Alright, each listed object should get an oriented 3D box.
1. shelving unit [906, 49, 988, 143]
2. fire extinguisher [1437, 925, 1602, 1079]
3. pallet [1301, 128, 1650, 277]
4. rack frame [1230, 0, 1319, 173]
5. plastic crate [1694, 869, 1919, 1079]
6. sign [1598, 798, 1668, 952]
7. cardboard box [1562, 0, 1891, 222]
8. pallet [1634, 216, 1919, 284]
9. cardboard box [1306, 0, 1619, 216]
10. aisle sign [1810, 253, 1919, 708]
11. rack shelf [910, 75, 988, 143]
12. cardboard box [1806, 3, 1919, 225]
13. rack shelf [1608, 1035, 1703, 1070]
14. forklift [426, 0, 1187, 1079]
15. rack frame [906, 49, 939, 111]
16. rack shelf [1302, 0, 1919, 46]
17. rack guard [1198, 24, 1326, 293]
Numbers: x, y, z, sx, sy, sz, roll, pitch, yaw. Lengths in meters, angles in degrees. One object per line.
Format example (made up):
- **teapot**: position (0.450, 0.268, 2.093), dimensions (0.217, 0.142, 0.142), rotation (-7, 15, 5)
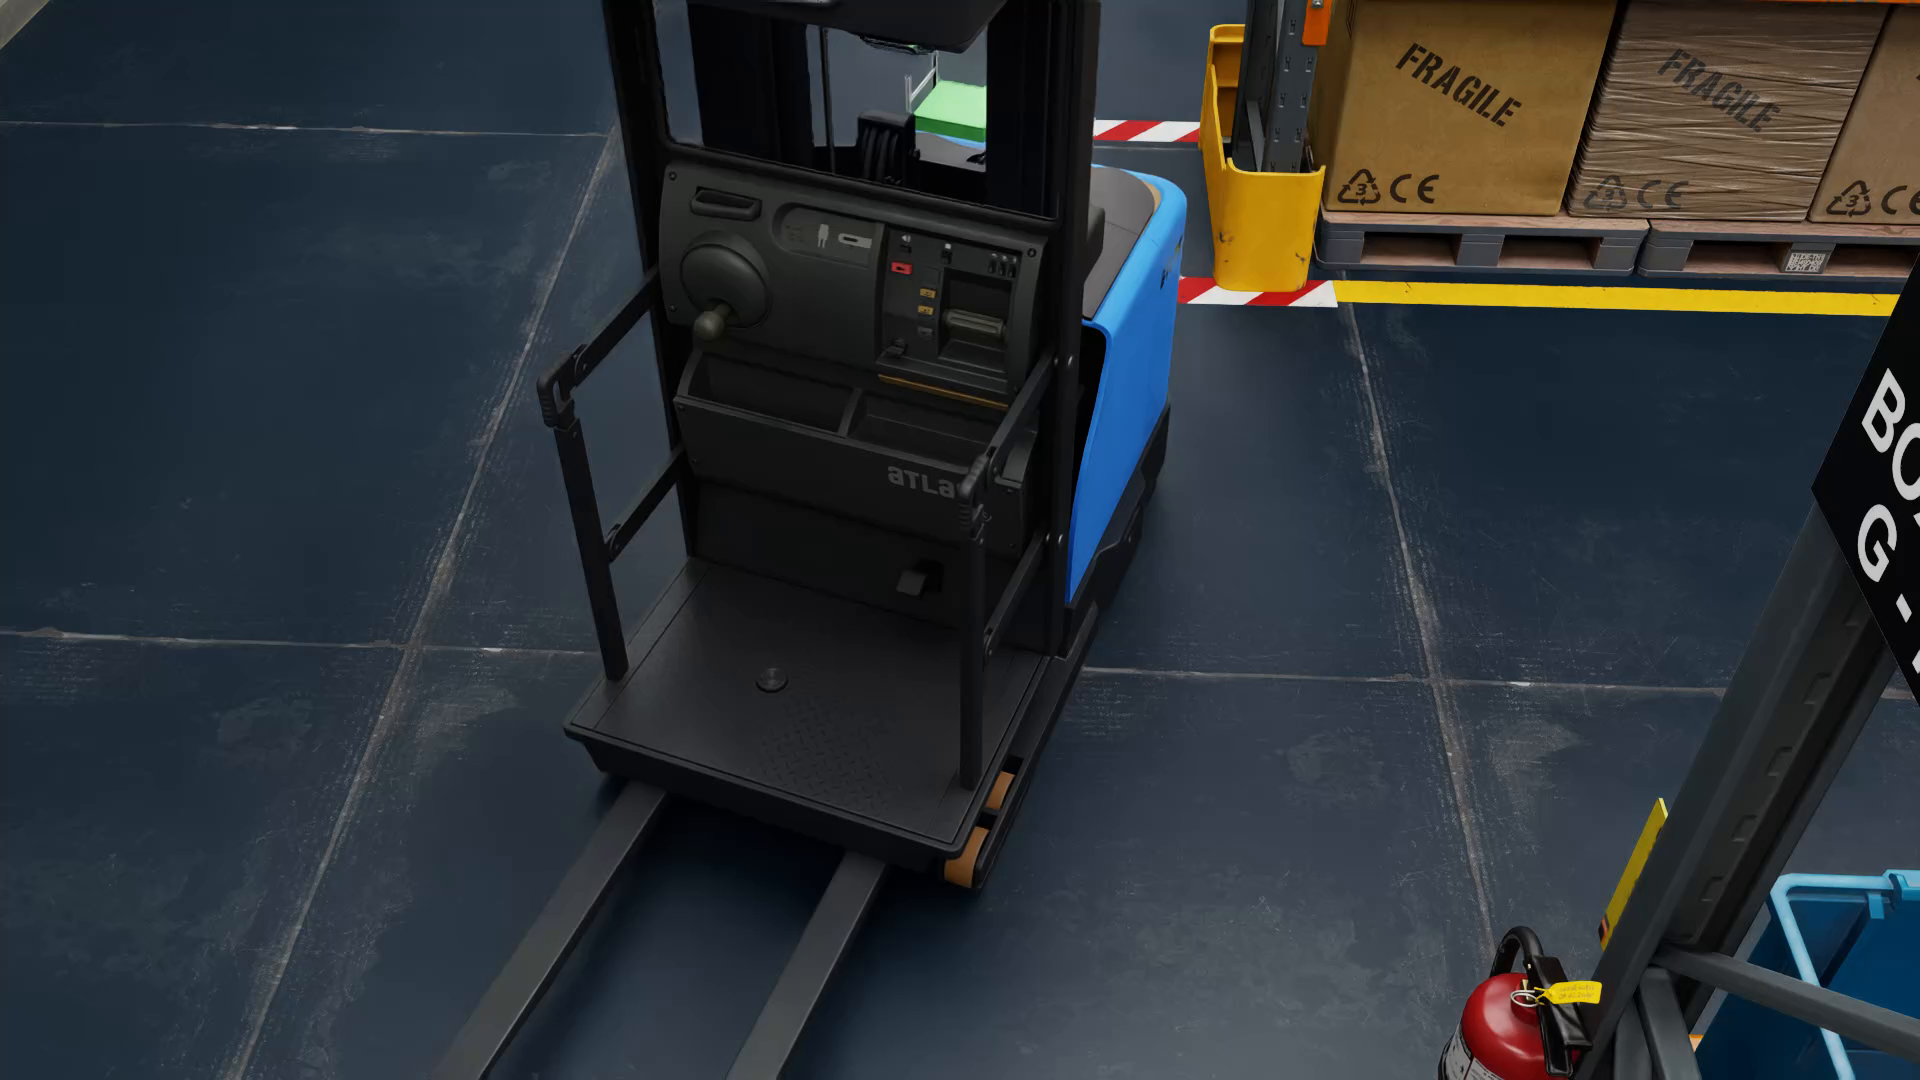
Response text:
- **shelving unit**: position (0.114, -0.966, 5.407), dimensions (0.503, 1.200, 0.258), rotation (14, 45, 15)
- **fire extinguisher**: position (0.831, 0.795, 2.526), dimensions (0.183, 0.674, 0.296), rotation (2, 43, 2)
- **pallet**: position (1.987, -1.437, 6.638), dimensions (1.213, 0.211, 1.003), rotation (2, 43, 2)
- **rack frame**: position (1.184, -2.428, 5.656), dimensions (0.127, 3.000, 1.000), rotation (2, 43, 2)
- **plastic crate**: position (1.304, 0.792, 2.129), dimensions (0.499, 0.435, 0.616), rotation (2, 43, 2)
- **sign**: position (0.970, 0.509, 2.383), dimensions (0.005, 0.325, 0.100), rotation (2, 43, 2)
- **cardboard box**: position (2.736, -1.812, 6.245), dimensions (0.875, 0.875, 0.875), rotation (2, 43, 2)
- **pallet**: position (3.202, -1.398, 6.595), dimensions (1.213, 0.211, 1.003), rotation (2, 43, 2)
- **cardboard box**: position (1.827, -1.840, 6.275), dimensions (0.875, 0.875, 0.875), rotation (2, 43, 2)
- **aisle sign**: position (0.902, -0.209, 1.366), dimensions (0.004, 0.787, 0.394), rotation (2, 43, 2)
- **rack shelf**: position (0.114, -1.270, 5.123), dimensions (0.480, 0.148, 0.258), rotation (14, 45, 15)
- **cardboard box**: position (3.625, -1.784, 6.215), dimensions (0.875, 0.875, 0.875), rotation (2, 43, 2)
- **rack shelf**: position (2.959, 1.269, 2.215), dimensions (4.000, 0.370, 1.077), rotation (2, 43, 2)
- **forklift**: position (-0.338, -0.506, 3.643), dimensions (1.130, 2.935, 3.031), rotation (15, 45, 15)
- **rack frame**: position (-0.114, -1.025, 5.470), dimensions (0.015, 1.200, 0.240), rotation (14, 45, 15)
- **rack shelf**: position (3.182, -2.104, 5.836), dimensions (4.000, 0.370, 1.077), rotation (2, 43, 2)
- **rack guard**: position (1.160, -1.515, 6.509), dimensions (0.348, 0.500, 1.175), rotation (2, 43, 2)
